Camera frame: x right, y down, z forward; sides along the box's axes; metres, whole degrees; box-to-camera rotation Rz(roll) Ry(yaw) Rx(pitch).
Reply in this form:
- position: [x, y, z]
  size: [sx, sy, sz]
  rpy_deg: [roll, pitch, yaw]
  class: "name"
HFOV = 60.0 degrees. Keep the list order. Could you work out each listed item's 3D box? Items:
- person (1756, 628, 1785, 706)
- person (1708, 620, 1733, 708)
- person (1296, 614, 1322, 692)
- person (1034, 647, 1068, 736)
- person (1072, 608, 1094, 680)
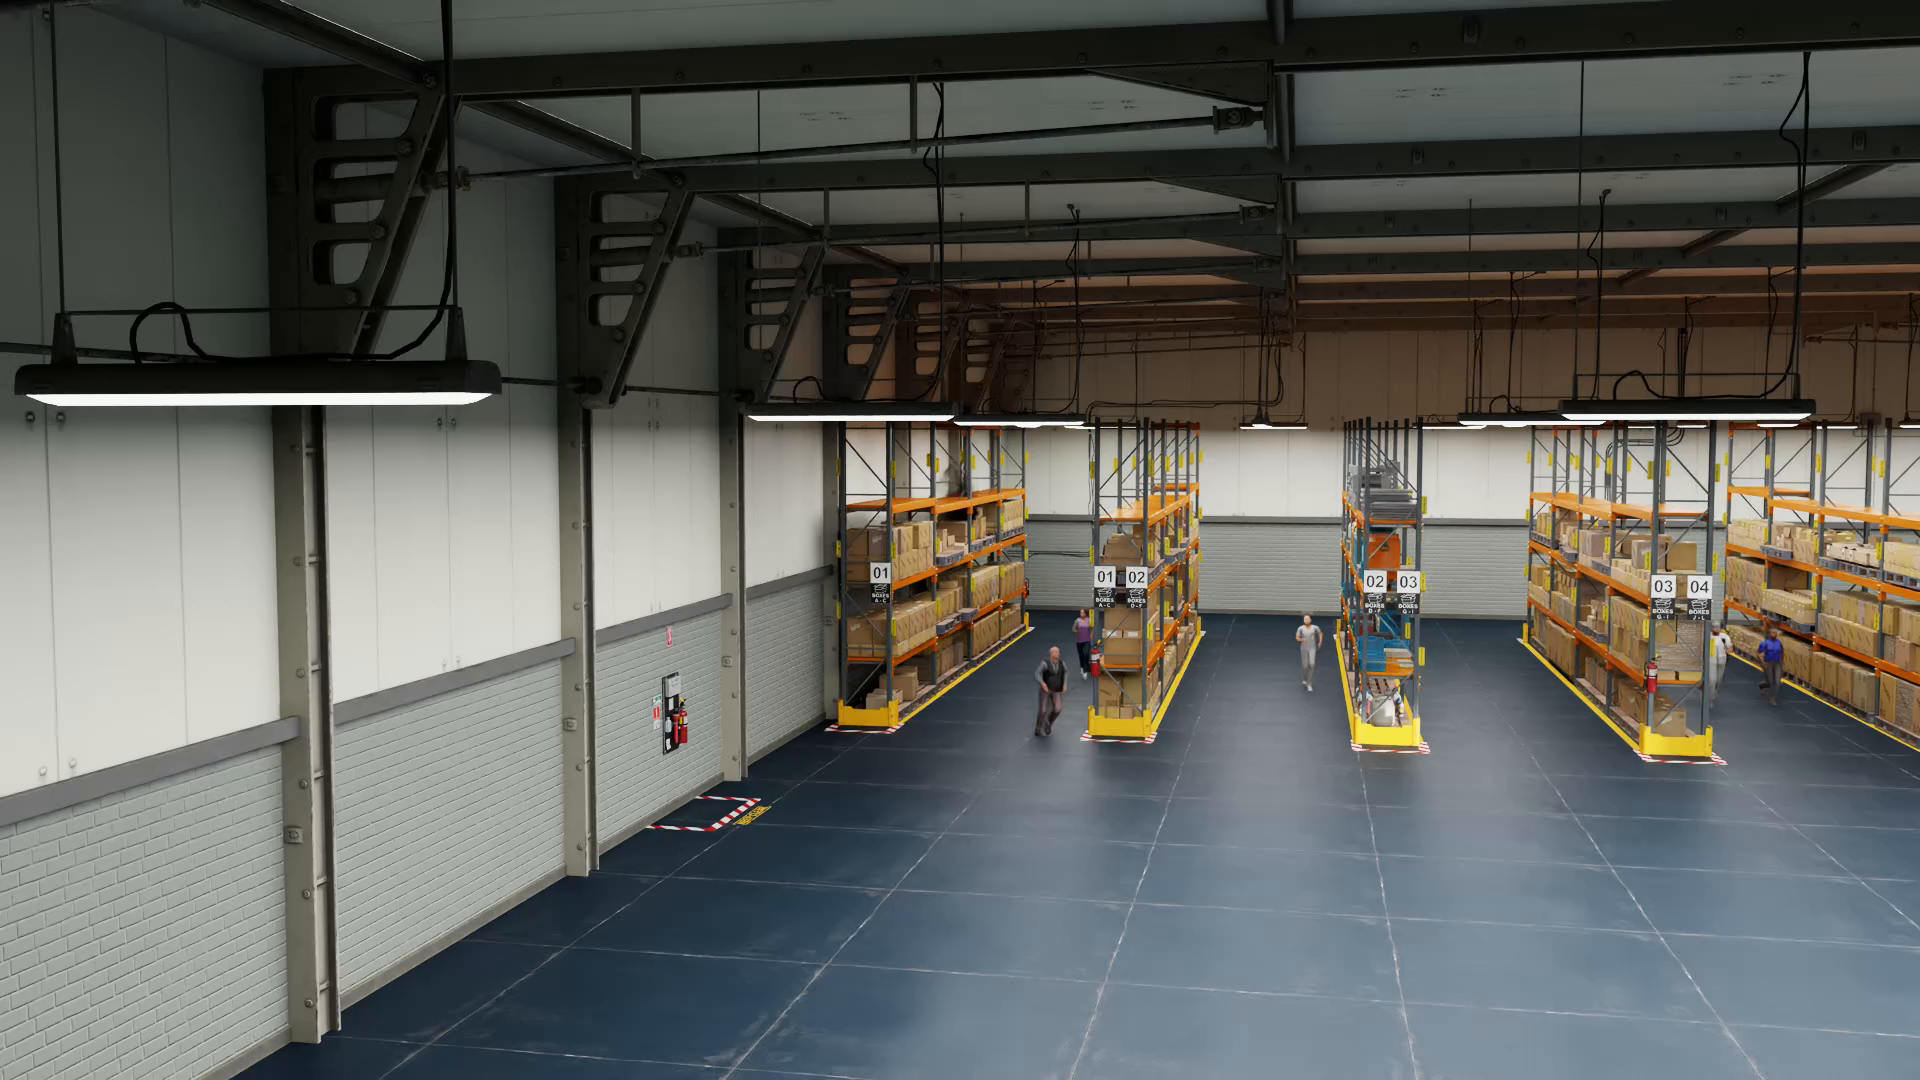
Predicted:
- position: [17.096, 2.653, 35.055]
  size: [0.585, 1.619, 0.592]
  rpy_deg: [0, 4, 2]
  class: "person"
- position: [15.832, 2.579, 34.824]
  size: [0.649, 1.845, 0.783]
  rpy_deg: [1, 4, 10]
  class: "person"
- position: [7.776, 2.498, 37.102]
  size: [0.570, 1.698, 0.825]
  rpy_deg: [1, 4, 14]
  class: "person"
- position: [1.750, 2.849, 31.328]
  size: [0.713, 1.663, 0.597]
  rpy_deg: [-1, 4, -13]
  class: "person"
- position: [2.867, 2.393, 38.736]
  size: [0.531, 1.621, 0.805]
  rpy_deg: [1, 4, 9]
  class: "person"
